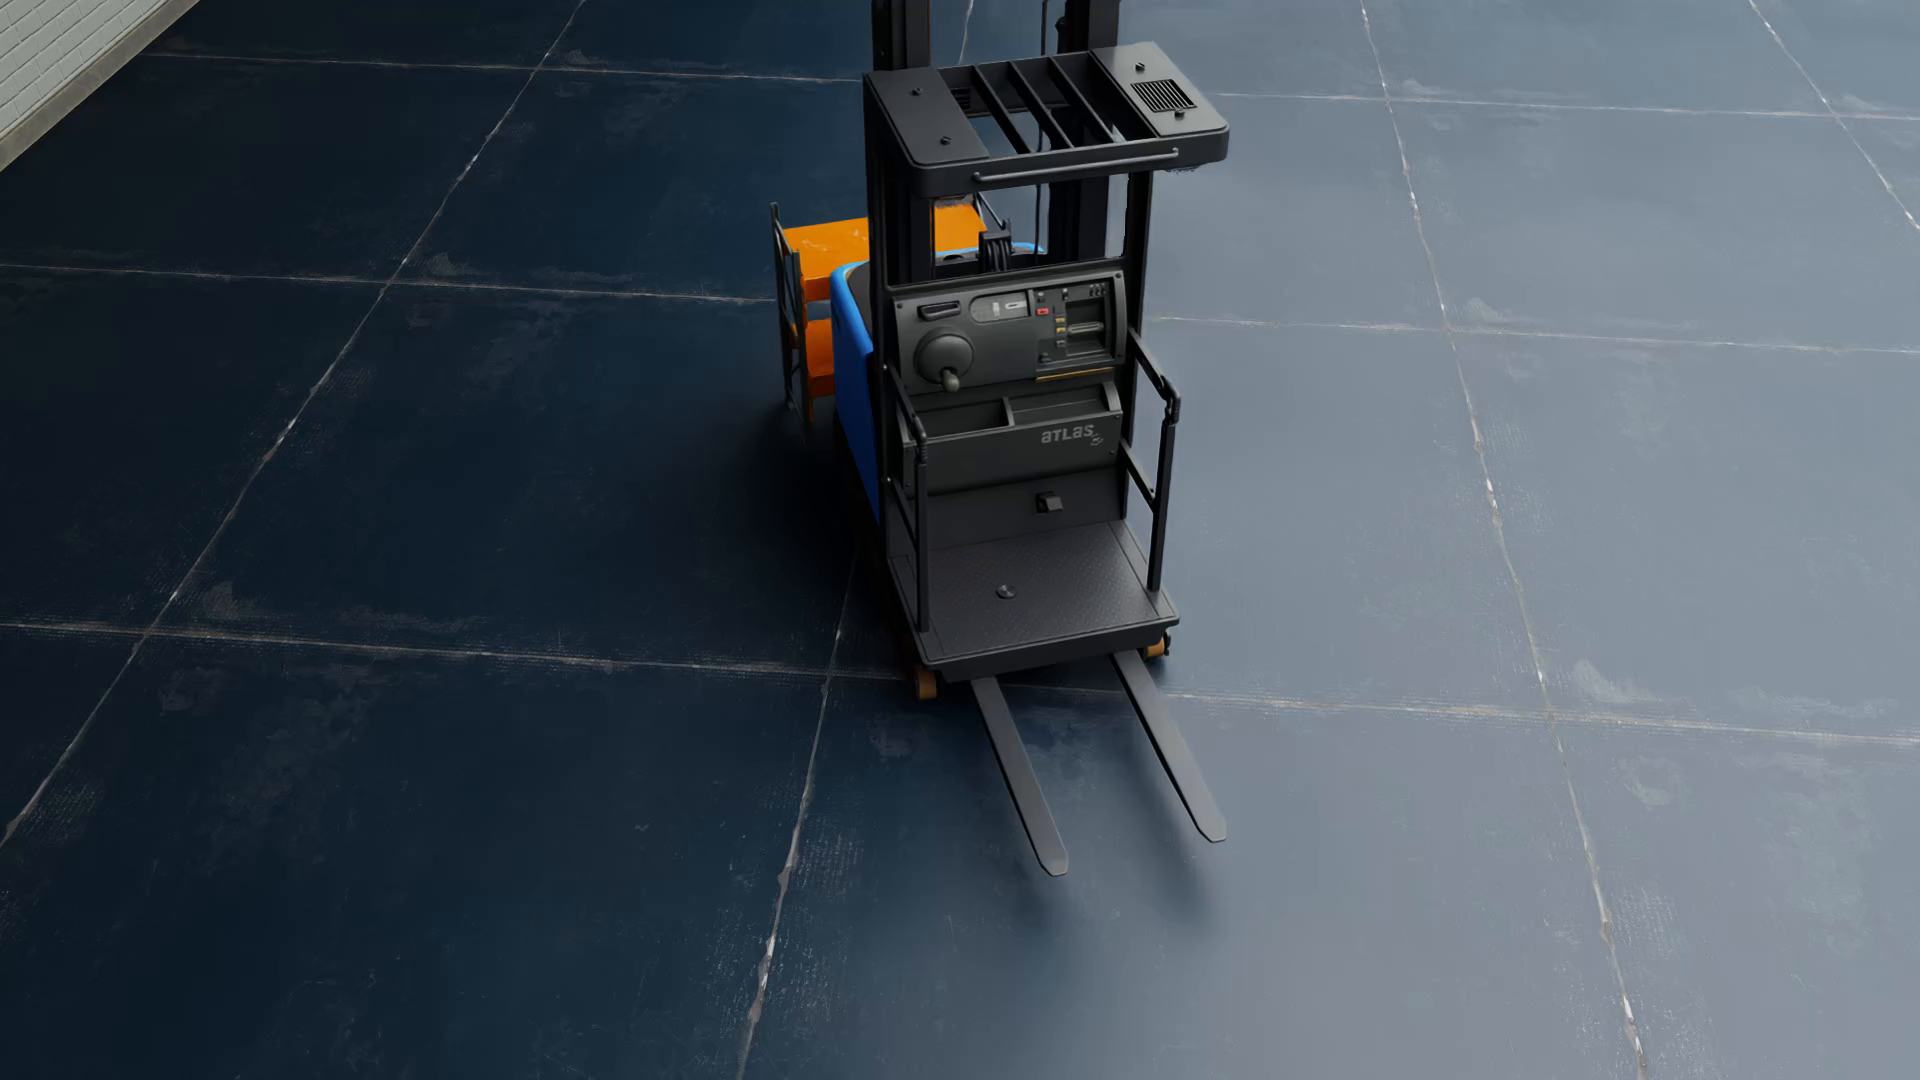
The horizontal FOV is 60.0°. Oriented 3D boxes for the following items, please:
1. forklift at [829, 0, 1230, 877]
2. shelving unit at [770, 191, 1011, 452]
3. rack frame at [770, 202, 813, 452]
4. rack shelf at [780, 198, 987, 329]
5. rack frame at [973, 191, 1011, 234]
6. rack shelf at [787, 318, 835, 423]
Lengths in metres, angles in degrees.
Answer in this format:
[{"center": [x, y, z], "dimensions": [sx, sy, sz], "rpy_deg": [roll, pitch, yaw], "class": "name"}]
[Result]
[{"center": [0.260, -0.742, 6.340], "dimensions": [1.130, 2.935, 3.031], "rpy_deg": [-10, 40, -12], "class": "forklift"}, {"center": [-0.334, -1.121, 8.236], "dimensions": [1.048, 1.125, 0.538], "rpy_deg": [-11, 40, -13], "class": "shelving unit"}, {"center": [-0.820, -1.026, 8.119], "dimensions": [0.032, 1.125, 0.500], "rpy_deg": [-11, 40, -13], "class": "rack frame"}, {"center": [-0.334, -1.348, 8.051], "dimensions": [1.000, 0.278, 0.538], "rpy_deg": [-11, 40, -13], "class": "rack shelf"}, {"center": [0.152, -1.215, 8.352], "dimensions": [0.032, 1.125, 0.500], "rpy_deg": [-11, 40, -13], "class": "rack frame"}, {"center": [-0.334, -0.931, 8.390], "dimensions": [1.000, 0.278, 0.538], "rpy_deg": [-11, 40, -13], "class": "rack shelf"}]
